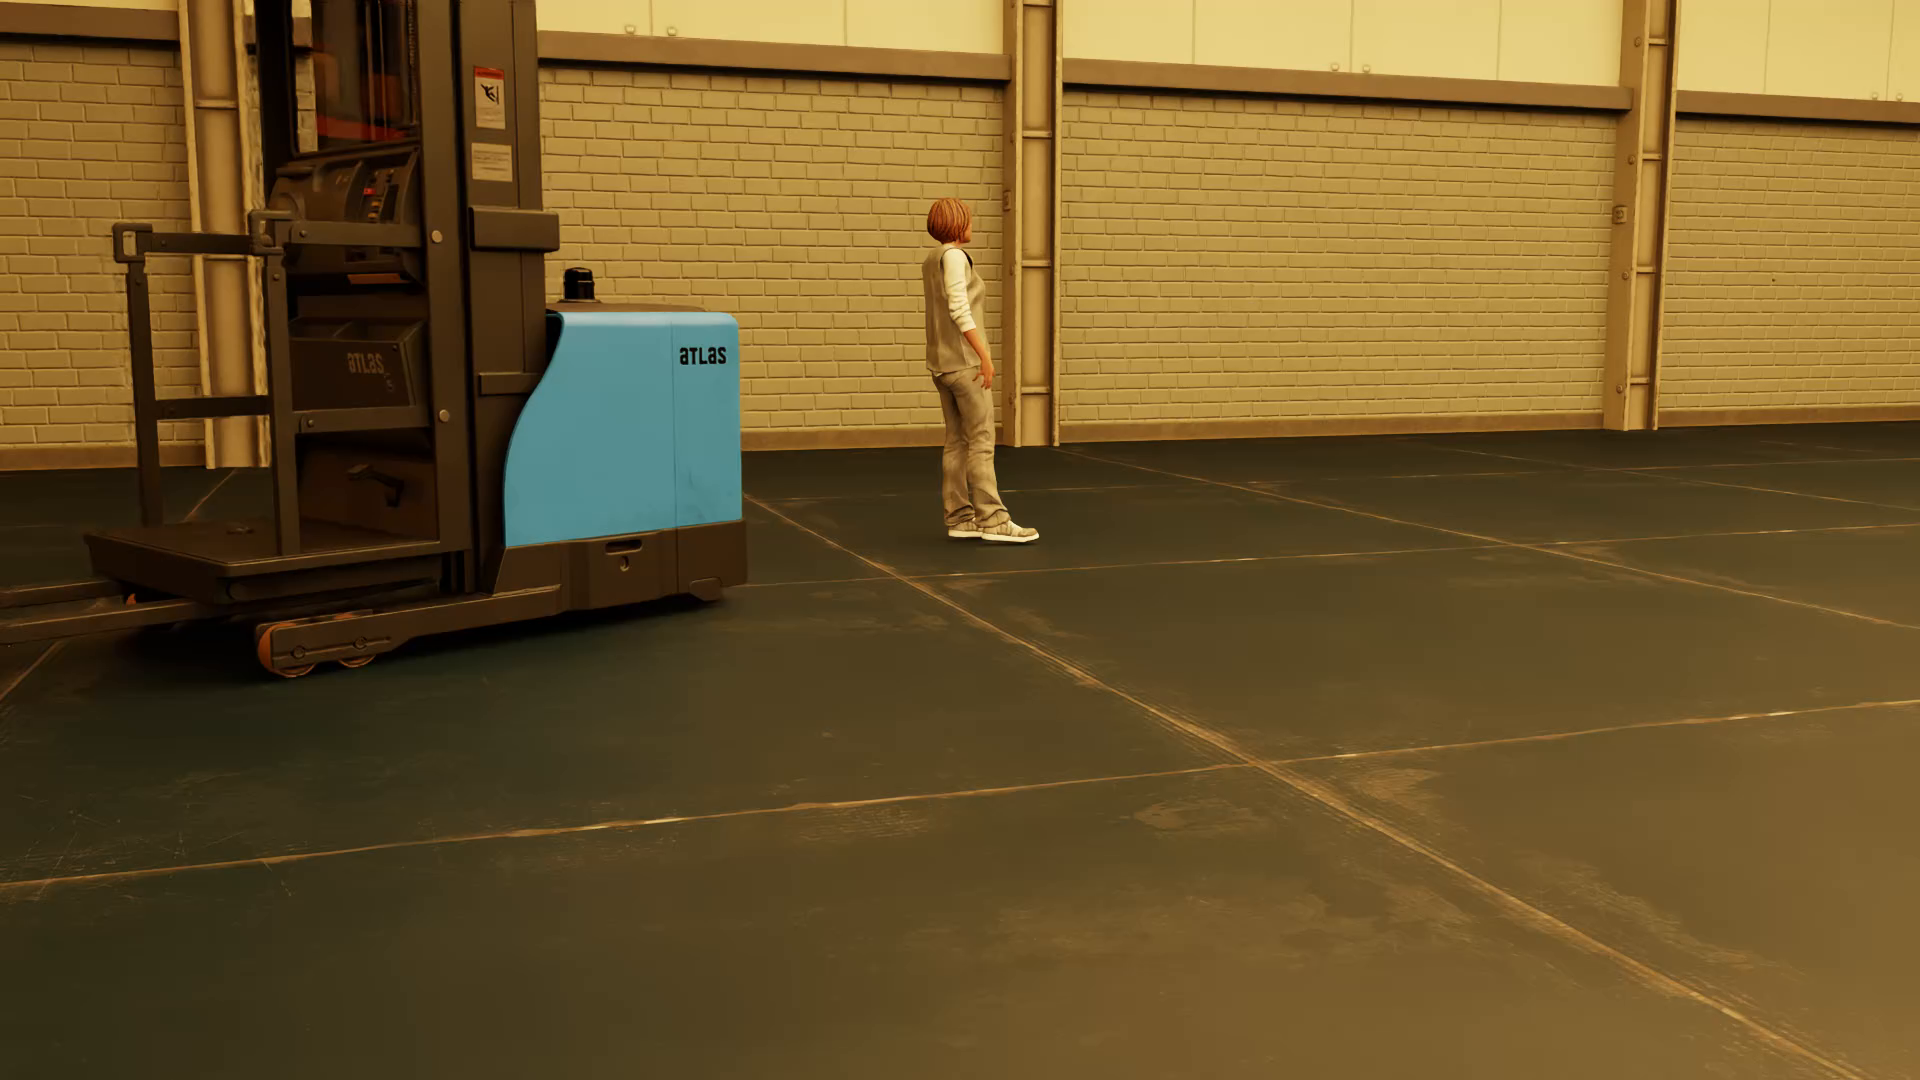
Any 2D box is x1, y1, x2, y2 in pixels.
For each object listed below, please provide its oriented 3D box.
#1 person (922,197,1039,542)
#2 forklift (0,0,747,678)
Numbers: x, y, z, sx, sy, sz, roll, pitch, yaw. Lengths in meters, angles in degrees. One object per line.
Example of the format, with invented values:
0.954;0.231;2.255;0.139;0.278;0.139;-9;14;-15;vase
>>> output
0.075;-0.800;7.825;0.473;1.599;0.520;-3;8;-18;person
-2.166;-1.121;5.290;1.130;2.935;3.031;7;10;42;forklift
